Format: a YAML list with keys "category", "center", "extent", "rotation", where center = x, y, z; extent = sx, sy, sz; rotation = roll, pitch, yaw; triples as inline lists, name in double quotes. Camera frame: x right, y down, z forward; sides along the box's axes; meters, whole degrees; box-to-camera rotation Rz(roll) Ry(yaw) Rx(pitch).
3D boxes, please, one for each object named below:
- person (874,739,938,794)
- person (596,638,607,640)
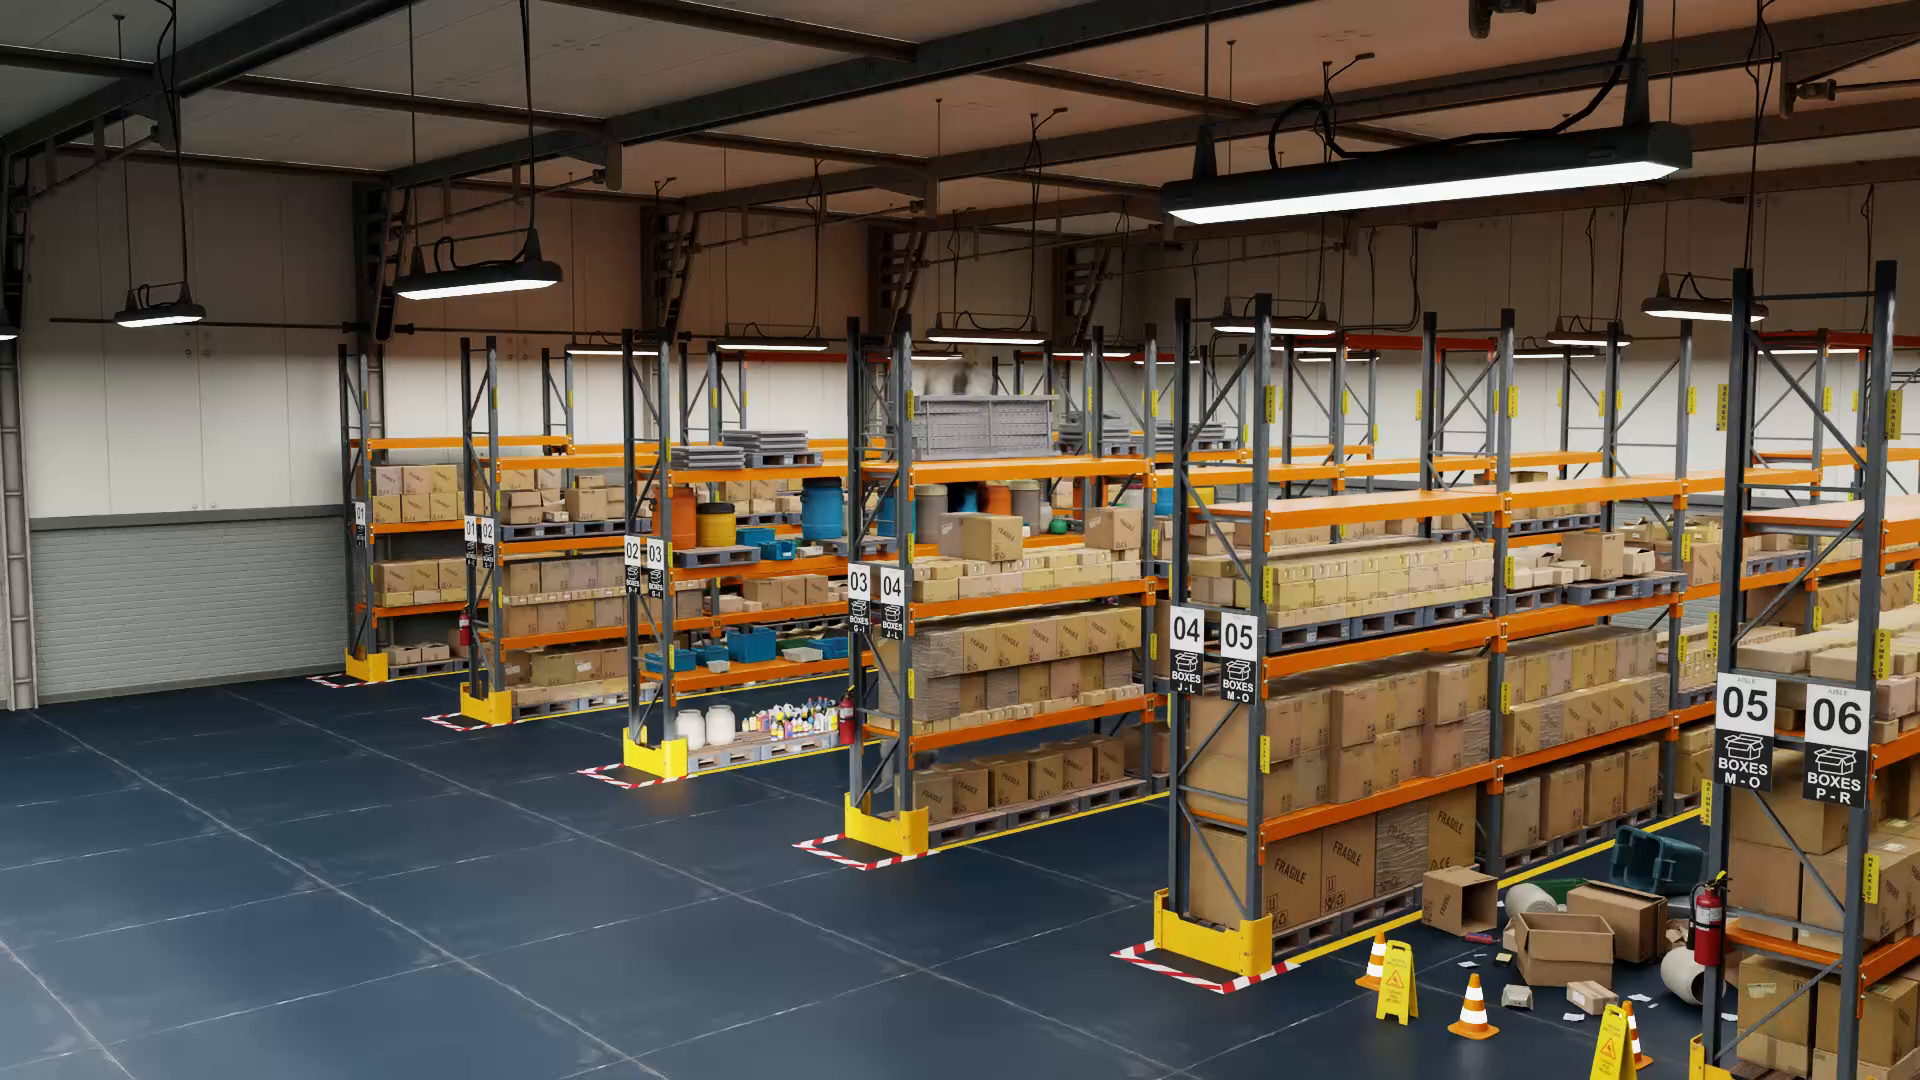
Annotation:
- category: "person"
  center: [-0.724, 2.373, 21.399]
  extent: [0.942, 1.691, 0.575]
  rotation: [-4, 6, -36]
- category: "person"
  center: [-6.329, 1.647, 29.544]
  extent: [0.668, 1.855, 0.861]
  rotation: [4, 7, 39]
